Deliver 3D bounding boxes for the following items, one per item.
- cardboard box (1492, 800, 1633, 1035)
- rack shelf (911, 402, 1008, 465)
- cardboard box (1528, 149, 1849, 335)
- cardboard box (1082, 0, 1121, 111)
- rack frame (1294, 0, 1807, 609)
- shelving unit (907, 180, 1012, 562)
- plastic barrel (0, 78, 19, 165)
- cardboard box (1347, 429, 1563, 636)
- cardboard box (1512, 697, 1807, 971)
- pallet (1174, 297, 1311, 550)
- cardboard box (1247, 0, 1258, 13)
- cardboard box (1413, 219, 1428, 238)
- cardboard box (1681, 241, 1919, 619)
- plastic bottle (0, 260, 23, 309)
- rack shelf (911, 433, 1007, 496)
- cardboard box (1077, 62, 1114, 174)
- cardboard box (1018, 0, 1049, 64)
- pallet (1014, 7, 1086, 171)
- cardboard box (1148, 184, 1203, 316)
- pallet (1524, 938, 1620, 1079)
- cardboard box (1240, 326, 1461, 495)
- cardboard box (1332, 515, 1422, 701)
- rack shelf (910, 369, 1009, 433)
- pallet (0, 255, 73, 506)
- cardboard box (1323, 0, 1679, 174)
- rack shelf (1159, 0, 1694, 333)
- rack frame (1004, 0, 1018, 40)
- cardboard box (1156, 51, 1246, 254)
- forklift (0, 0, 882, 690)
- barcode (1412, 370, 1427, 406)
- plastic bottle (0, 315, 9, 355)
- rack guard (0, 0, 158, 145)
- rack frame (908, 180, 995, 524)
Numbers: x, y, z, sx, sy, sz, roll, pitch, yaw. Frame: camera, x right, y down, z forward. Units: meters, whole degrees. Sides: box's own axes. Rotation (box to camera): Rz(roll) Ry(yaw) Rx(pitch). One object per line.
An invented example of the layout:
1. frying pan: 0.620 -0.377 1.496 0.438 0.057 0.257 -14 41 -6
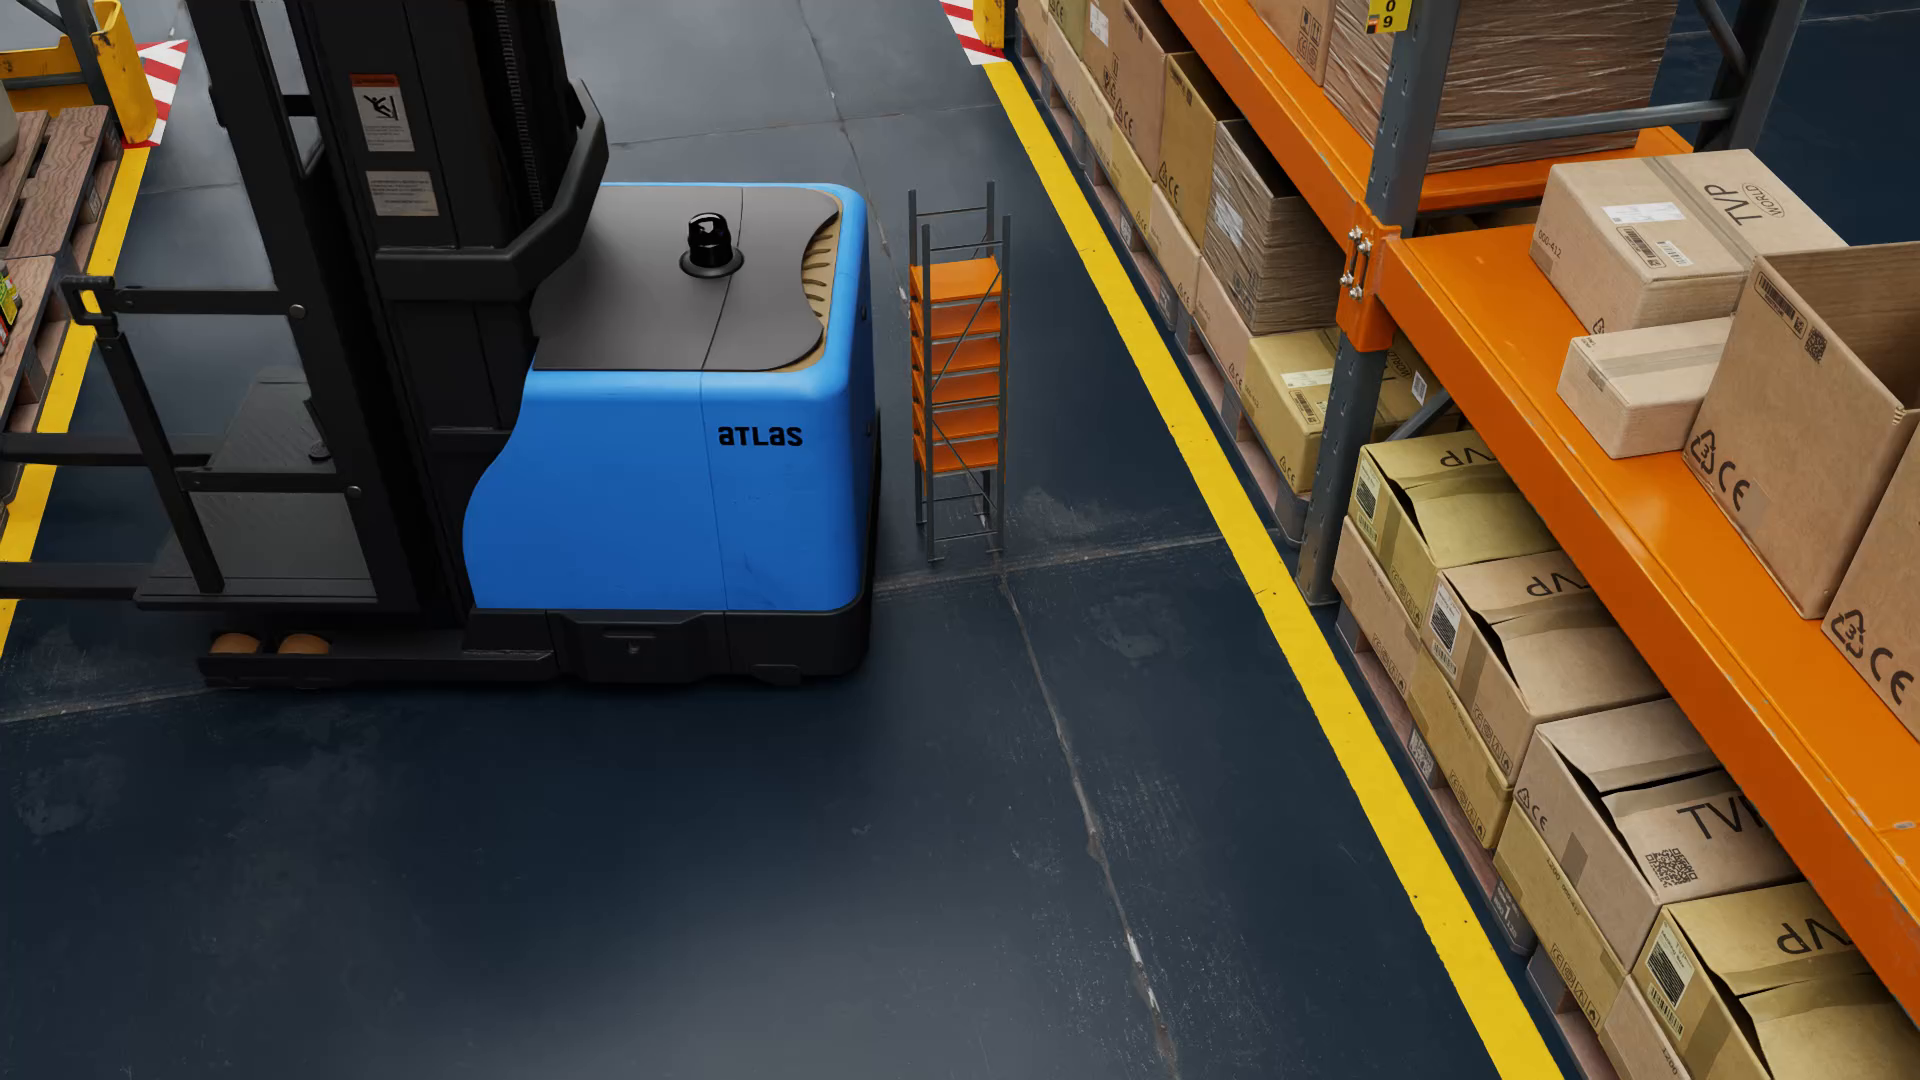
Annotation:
1. cardboard box: 1.596 0.810 3.833 0.500 0.250 0.500 -10 42 -11
2. rack shelf: -0.003 -0.335 4.971 0.258 0.103 0.180 -8 42 -9
3. cardboard box: 1.676 -0.656 3.842 0.500 0.250 0.500 -6 42 -7
4. cardboard box: 0.792 -2.001 6.435 0.500 0.500 0.500 -8 42 -9
5. rack frame: 1.527 -1.025 4.145 1.000 3.000 0.127 -8 42 -9
6. shelving unit: -0.003 -0.458 4.862 0.258 1.200 0.189 -8 42 -9
7. plastic barrel: -3.957 -1.721 6.487 0.421 0.512 0.421 0 42 0
8. cardboard box: 1.373 -0.060 4.390 0.500 0.311 0.500 -8 42 -9
9. cardboard box: 1.589 0.601 3.646 0.500 0.311 0.500 -10 43 -11
10. pallet: 1.396 -0.504 5.658 1.003 0.211 1.213 -8 42 -9
11. cardboard box: 1.200 -2.016 5.186 0.700 0.500 0.500 -8 42 -9
12. cardboard box: 1.617 -1.103 5.423 0.500 0.500 0.500 -8 42 -9
13. cardboard box: 1.791 -0.221 3.164 0.500 0.500 0.500 -6 42 -6
14. plastic bottle: -3.349 -0.901 5.782 0.097 0.201 0.097 0 42 0
15. rack shelf: -0.003 -0.245 5.051 0.258 0.103 0.180 -8 42 -9
16. cardboard box: 0.781 -1.719 6.682 0.500 0.250 0.500 -8 42 -9
17. cardboard box: 0.562 -2.367 7.412 0.500 0.250 0.500 -8 42 -9
18. pallet: 0.870 -2.085 7.440 1.003 0.211 1.213 -8 42 -9
19. cardboard box: 0.993 -1.070 5.951 0.500 0.250 0.500 -8 42 -9
20. pallet: 1.991 1.282 3.646 1.003 0.211 1.213 -8 42 -9
21. cardboard box: 1.214 -0.423 5.222 0.500 0.250 0.500 -8 42 -9
22. cardboard box: 1.372 0.143 4.584 0.500 0.250 0.500 -9 42 -10
23. rack shelf: -0.003 -0.425 4.892 0.258 0.103 0.180 -8 42 -9
24. pallet: -3.681 -0.508 5.664 1.003 0.211 1.213 -8 42 -9
25. cardboard box: 1.425 -1.349 4.435 0.700 0.500 0.500 -9 42 -10
26. rack shelf: 1.095 -2.052 5.844 1.077 0.370 4.000 -8 42 -9
27. rack frame: 0.664 -3.618 7.066 1.000 3.000 0.127 -8 42 -9
28. cardboard box: 1.005 -1.353 5.704 0.500 0.500 0.500 -8 42 -9
29. forklift: -1.775 -1.019 4.190 3.031 2.935 1.130 0 42 1
30. barcode: 1.176 -0.389 4.257 0.001 0.075 0.075 -8 42 -9
31. plastic bottle: -3.322 -0.761 5.569 0.152 0.276 0.135 -8 42 -9
32. rack guard: -4.111 -1.933 7.051 1.175 0.500 0.348 -8 42 -9
33. rack frame: -0.023 -0.517 4.929 0.240 1.200 0.006 -8 42 -9
